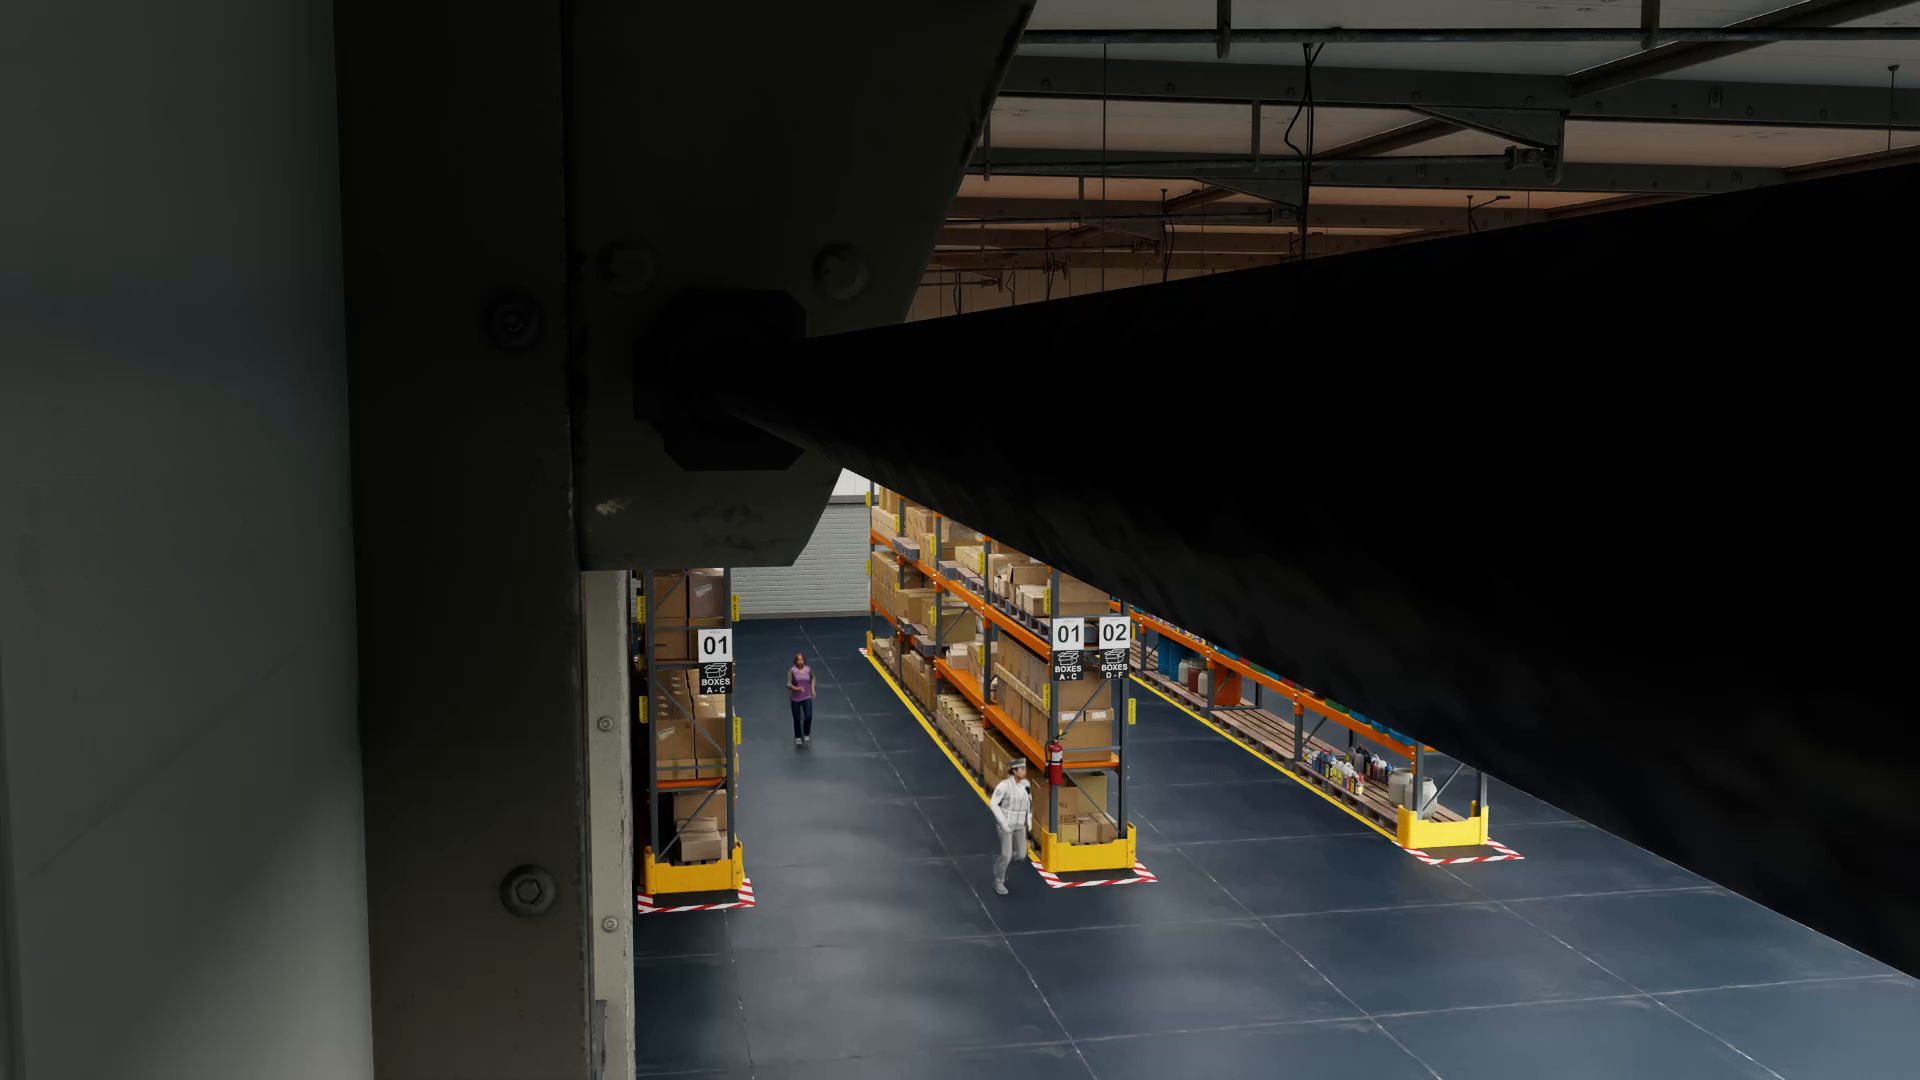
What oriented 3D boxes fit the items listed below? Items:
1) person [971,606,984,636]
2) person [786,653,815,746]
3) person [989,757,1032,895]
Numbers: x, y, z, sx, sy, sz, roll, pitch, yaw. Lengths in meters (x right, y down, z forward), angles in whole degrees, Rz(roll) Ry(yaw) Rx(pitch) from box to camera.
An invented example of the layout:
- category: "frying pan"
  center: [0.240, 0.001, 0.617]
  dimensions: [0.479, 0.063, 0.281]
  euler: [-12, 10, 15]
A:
- category: "person"
  center: [0.379, 1.666, 36.645]
  dimensions: [0.733, 1.698, 0.559]
  euler: [-5, 8, -40]
- category: "person"
  center: [-2.625, 2.653, 27.593]
  dimensions: [0.510, 1.570, 0.636]
  euler: [-1, 6, -13]
- category: "person"
  center: [0.646, 3.431, 20.146]
  dimensions: [0.664, 1.633, 0.473]
  euler: [-4, 7, -33]
